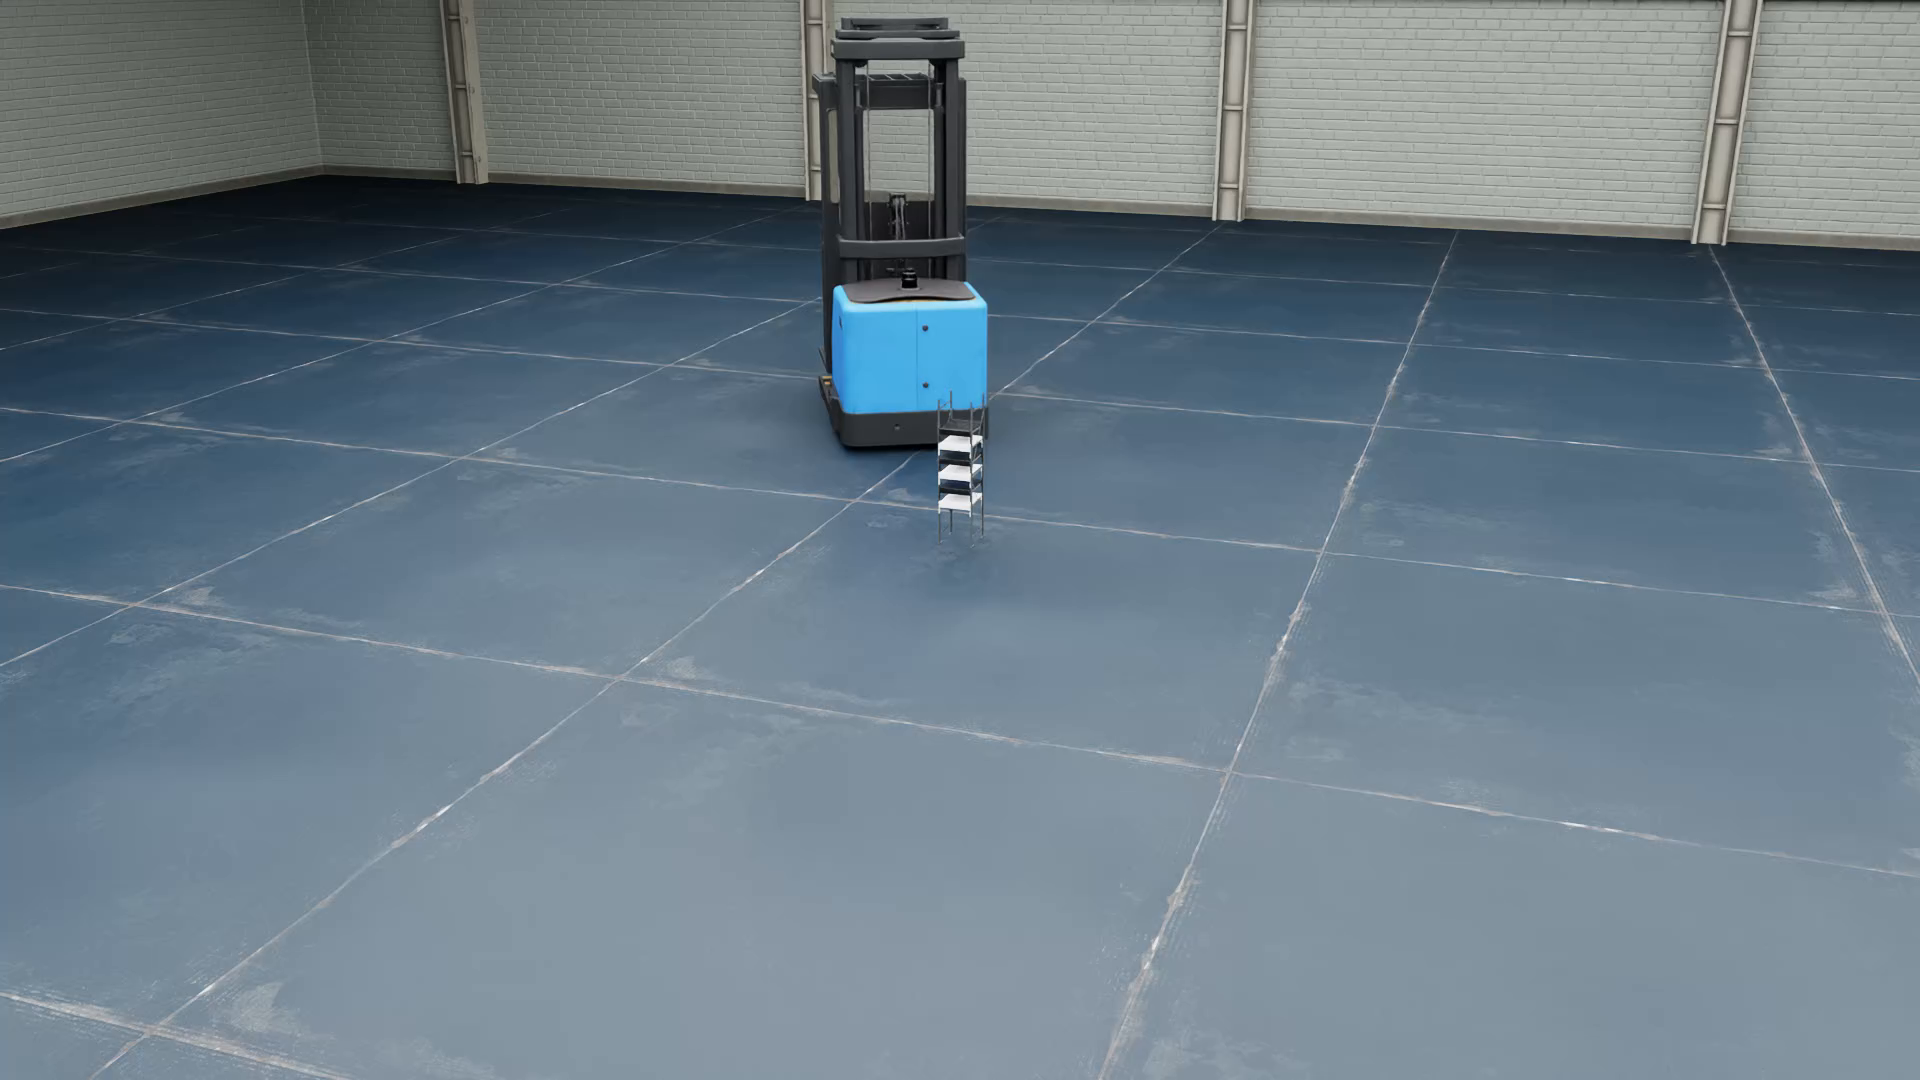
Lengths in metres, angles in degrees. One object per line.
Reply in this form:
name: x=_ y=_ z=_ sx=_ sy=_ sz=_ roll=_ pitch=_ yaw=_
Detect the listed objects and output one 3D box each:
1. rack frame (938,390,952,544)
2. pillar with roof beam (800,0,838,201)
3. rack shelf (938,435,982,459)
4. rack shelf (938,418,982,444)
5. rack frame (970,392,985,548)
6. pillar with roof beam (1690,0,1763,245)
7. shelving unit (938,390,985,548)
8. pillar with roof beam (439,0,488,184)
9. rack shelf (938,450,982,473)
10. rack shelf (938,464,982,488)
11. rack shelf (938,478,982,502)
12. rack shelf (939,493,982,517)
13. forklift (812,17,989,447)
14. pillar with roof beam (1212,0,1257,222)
rack frame: x=-0.088 y=-0.435 z=9.957 sx=0.006 sy=0.900 sz=0.240 roll=7 pitch=20 yaw=18
pillar with roof beam: x=-3.438 y=-7.911 z=19.101 sx=0.400 sy=9.000 sz=9.100 roll=7 pitch=20 yaw=18
rack shelf: x=0.008 y=-0.563 z=9.877 sx=0.200 sy=0.077 sz=0.258 roll=7 pitch=20 yaw=18
rack shelf: x=0.008 y=-0.648 z=9.848 sx=0.200 sy=0.077 sz=0.258 roll=7 pitch=20 yaw=18
rack frame: x=0.104 y=-0.413 z=9.894 sx=0.006 sy=0.900 sz=0.240 roll=7 pitch=20 yaw=18
pillar with roof beam: x=7.898 y=-6.615 z=15.383 sx=0.400 sy=9.000 sz=9.100 roll=7 pitch=20 yaw=18
shelving unit: x=0.008 y=-0.424 z=9.926 sx=0.210 sy=0.900 sz=0.258 roll=7 pitch=20 yaw=18
pillar with roof beam: x=-9.106 y=-8.560 z=20.960 sx=0.400 sy=9.000 sz=9.100 roll=7 pitch=20 yaw=18
rack shelf: x=0.008 y=-0.478 z=9.907 sx=0.200 sy=0.077 sz=0.258 roll=7 pitch=20 yaw=18
rack shelf: x=0.008 y=-0.393 z=9.937 sx=0.200 sy=0.077 sz=0.258 roll=7 pitch=20 yaw=18
rack shelf: x=0.008 y=-0.308 z=9.966 sx=0.200 sy=0.077 sz=0.258 roll=7 pitch=20 yaw=18
rack shelf: x=0.008 y=-0.223 z=9.996 sx=0.200 sy=0.077 sz=0.258 roll=7 pitch=20 yaw=18
forklift: x=-0.534 y=-2.488 z=12.762 sx=1.130 sy=2.935 sz=3.031 roll=-3 pitch=19 yaw=-9
pillar with roof beam: x=2.230 y=-7.263 z=17.242 sx=0.400 sy=9.000 sz=9.100 roll=7 pitch=20 yaw=18
